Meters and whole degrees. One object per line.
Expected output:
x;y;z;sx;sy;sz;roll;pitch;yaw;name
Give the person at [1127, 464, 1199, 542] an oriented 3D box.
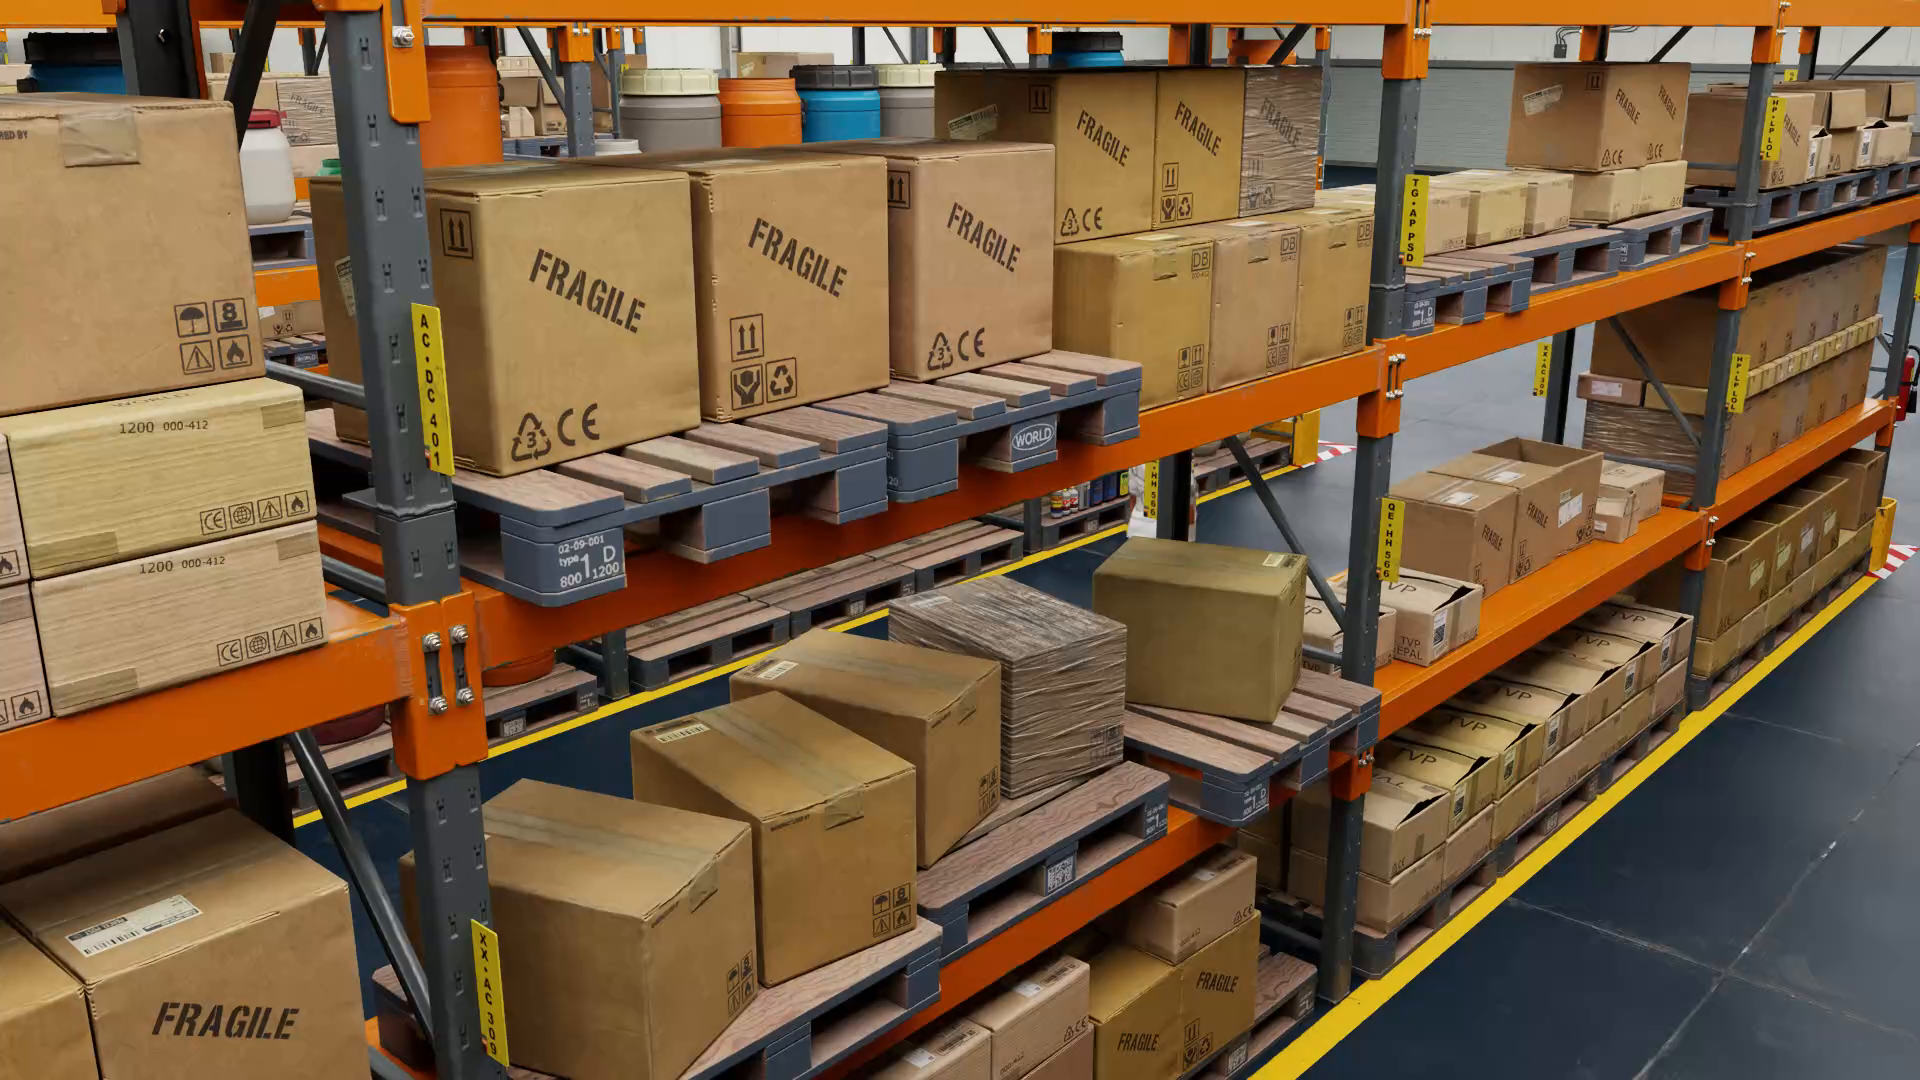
1.275;0.025;10.515;0.483;1.643;0.429;15;23;41;person
